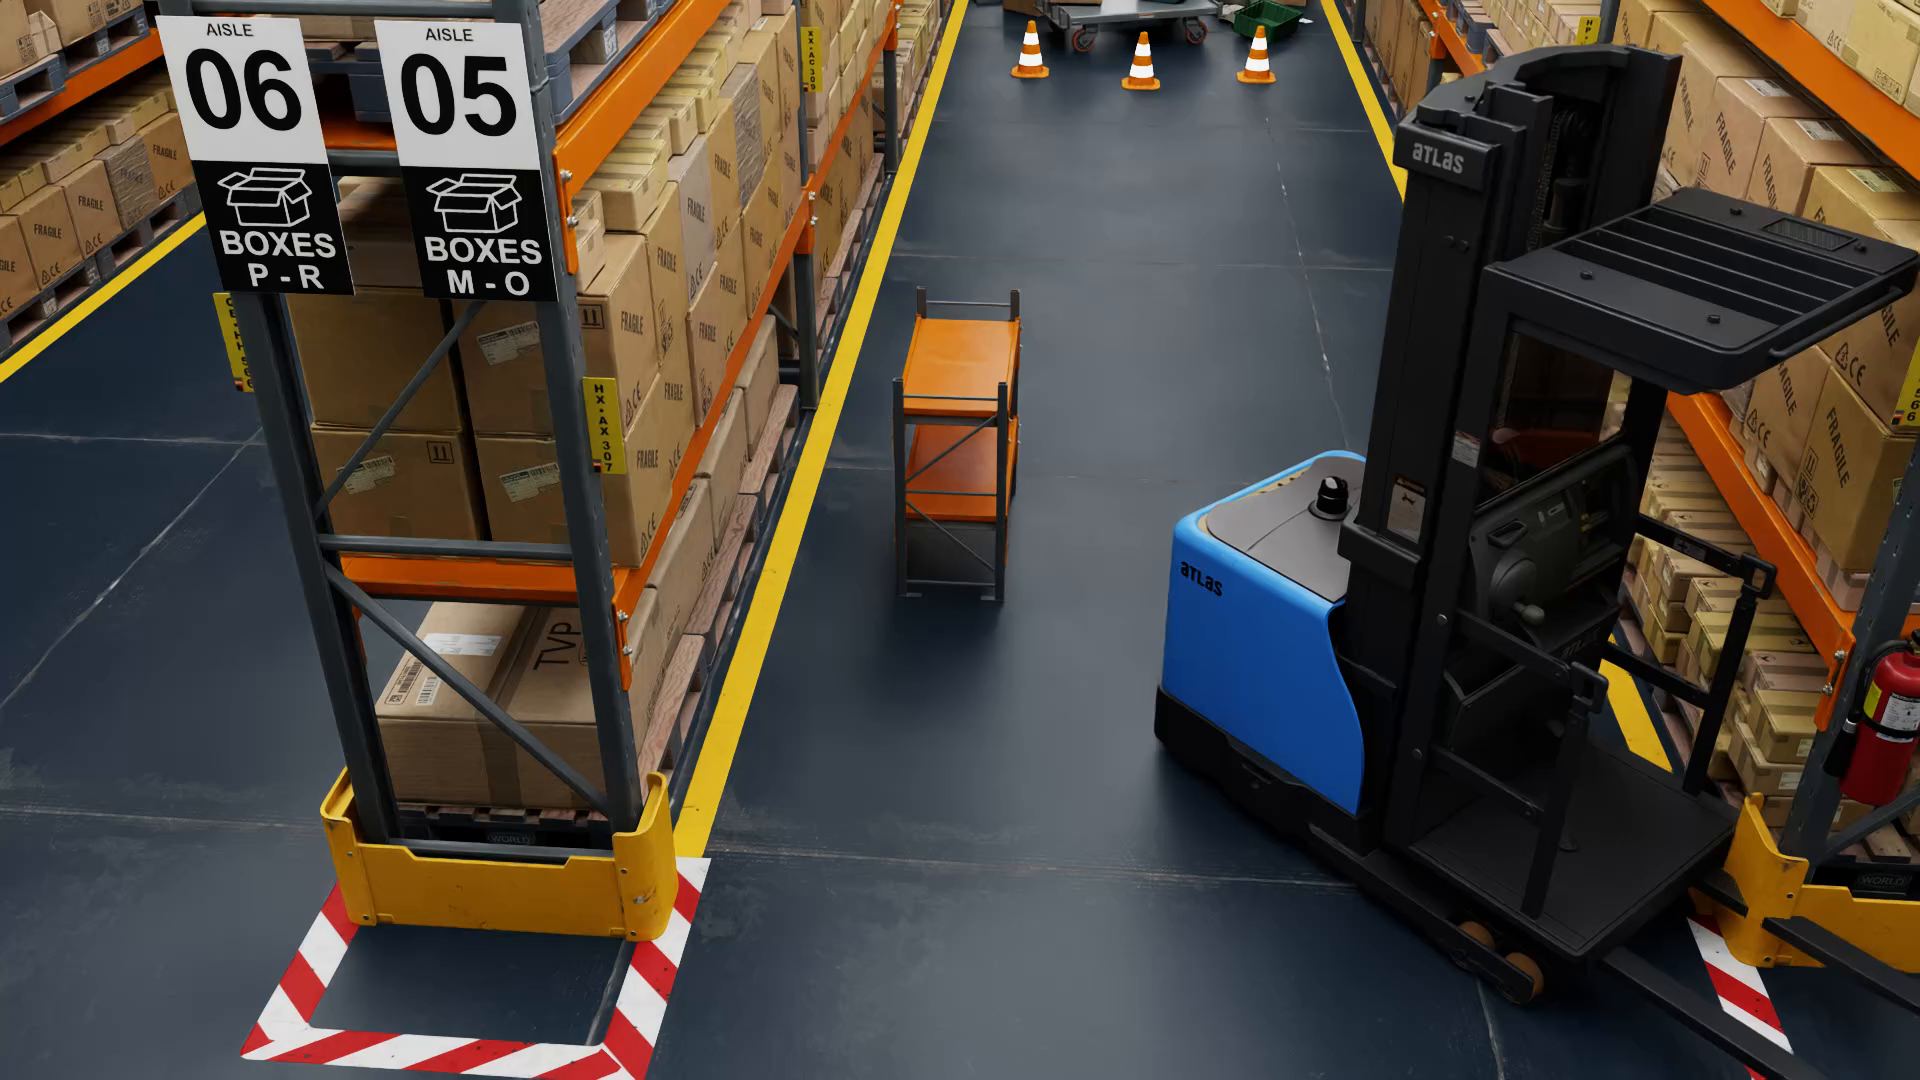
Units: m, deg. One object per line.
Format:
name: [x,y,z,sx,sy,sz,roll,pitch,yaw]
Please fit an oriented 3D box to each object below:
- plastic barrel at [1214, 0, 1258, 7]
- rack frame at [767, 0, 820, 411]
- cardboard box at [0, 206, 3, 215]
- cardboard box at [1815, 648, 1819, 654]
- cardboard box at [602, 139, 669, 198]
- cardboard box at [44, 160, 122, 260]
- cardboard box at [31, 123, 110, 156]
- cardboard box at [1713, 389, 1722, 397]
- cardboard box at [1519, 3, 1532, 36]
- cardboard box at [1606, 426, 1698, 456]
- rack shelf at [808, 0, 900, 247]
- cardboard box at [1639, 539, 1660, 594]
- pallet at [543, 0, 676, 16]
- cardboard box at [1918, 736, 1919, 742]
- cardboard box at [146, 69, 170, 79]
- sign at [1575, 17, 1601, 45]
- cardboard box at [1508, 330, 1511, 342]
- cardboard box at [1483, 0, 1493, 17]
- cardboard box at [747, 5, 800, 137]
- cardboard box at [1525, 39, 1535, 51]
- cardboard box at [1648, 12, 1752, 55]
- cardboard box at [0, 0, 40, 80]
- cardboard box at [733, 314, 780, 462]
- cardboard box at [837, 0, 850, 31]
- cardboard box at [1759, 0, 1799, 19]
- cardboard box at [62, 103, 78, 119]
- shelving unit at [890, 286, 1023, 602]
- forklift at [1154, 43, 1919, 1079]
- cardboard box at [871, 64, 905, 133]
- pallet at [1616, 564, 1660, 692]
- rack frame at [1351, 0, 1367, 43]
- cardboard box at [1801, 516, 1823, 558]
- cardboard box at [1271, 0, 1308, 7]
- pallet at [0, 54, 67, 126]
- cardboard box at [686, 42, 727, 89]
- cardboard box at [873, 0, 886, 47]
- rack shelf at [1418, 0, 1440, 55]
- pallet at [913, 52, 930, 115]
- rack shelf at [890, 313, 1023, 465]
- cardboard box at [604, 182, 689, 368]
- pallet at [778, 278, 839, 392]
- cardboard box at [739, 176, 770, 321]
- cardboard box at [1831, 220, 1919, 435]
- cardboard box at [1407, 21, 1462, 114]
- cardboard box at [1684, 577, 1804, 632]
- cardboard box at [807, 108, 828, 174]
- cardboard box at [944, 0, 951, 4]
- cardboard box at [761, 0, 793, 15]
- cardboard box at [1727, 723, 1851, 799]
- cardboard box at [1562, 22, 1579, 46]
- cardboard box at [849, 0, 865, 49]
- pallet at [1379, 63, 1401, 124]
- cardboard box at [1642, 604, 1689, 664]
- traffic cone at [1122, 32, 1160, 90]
plastic barrel: [2.851,-5.647,17.010,0.512,0.421,0.421,27,41,37]
rack frame: [-1.306,-2.061,8.735,1.000,3.000,0.127,2,32,4]
cardboard box: [-6.014,-1.986,9.977,0.380,0.149,0.250,2,32,3]
cardboard box: [3.681,0.427,7.015,0.380,0.149,0.250,3,32,4]
cardboard box: [-1.237,-1.297,5.829,0.380,0.149,0.250,1,32,2]
cardboard box: [-5.911,-2.168,10.892,0.500,0.500,0.500,2,32,3]
cardboard box: [-5.922,-2.666,11.080,0.380,0.149,0.250,3,32,4]
cardboard box: [3.253,-0.695,6.759,0.380,0.149,0.250,3,32,5]
cardboard box: [3.601,-3.133,10.031,0.380,0.149,0.250,4,32,6]
cardboard box: [3.248,-0.406,7.800,0.380,0.149,0.250,3,32,5]
rack shelf: [-1.143,-2.800,10.621,1.077,0.370,4.000,2,32,4]
cardboard box: [3.178,0.133,7.208,0.380,0.149,0.250,4,32,6]
pallet: [-1.485,-2.236,6.245,1.003,0.211,1.213,2,32,4]
cardboard box: [3.692,0.712,5.986,0.380,0.149,0.250,1,32,2]
cardboard box: [-5.707,-3.340,12.175,0.380,0.149,0.250,1,32,1]
sign: [3.082,-2.417,8.209,0.100,0.325,0.005,2,32,4]
cardboard box: [3.445,-1.415,9.669,0.500,0.500,0.500,2,32,3]
cardboard box: [3.681,-3.559,11.005,0.380,0.149,0.250,4,32,6]
cardboard box: [-1.069,-2.270,8.027,0.500,0.500,0.500,2,32,4]
cardboard box: [3.574,-2.871,9.889,0.380,0.149,0.250,4,32,6]
cardboard box: [3.329,-2.000,7.304,0.500,0.500,0.500,2,32,2]
cardboard box: [-5.949,-3.006,9.774,0.700,0.500,0.500,3,32,5]
cardboard box: [-1.464,-0.825,8.772,0.875,0.438,0.875,2,32,3]
cardboard box: [-0.926,-3.276,9.659,0.500,0.500,0.500,2,32,3]
cardboard box: [3.195,-2.078,6.046,0.500,0.250,0.500,4,32,6]
cardboard box: [-6.357,-2.946,11.535,0.380,0.149,0.250,2,32,3]
shelving unit: [-0.001,-0.475,7.949,0.538,1.125,1.048,2,32,4]
forklift: [2.117,0.034,5.401,1.130,2.935,3.031,-23,38,-32]
cardboard box: [-0.924,-3.507,13.187,0.950,0.372,0.625,0,32,1]
pallet: [3.520,0.277,7.599,1.003,0.211,1.213,2,32,4]
rack frame: [4.287,-6.085,15.265,1.000,3.000,0.127,2,32,4]
cardboard box: [3.113,-0.015,5.654,0.380,0.149,0.250,2,32,4]
cardboard box: [3.391,-5.878,17.309,0.500,0.500,0.500,8,32,12]
pallet: [-6.080,-2.602,9.797,1.003,0.211,1.213,2,32,4]
cardboard box: [-1.181,-1.965,6.912,0.380,0.149,0.250,2,32,3]
cardboard box: [-0.789,-3.545,11.286,0.500,0.250,0.500,3,32,5]
rack shelf: [4.124,-4.733,13.757,1.077,0.370,4.000,2,32,4]
pallet: [-0.813,-4.010,14.556,1.003,0.211,1.213,2,32,4]
rack shelf: [-0.001,-0.725,7.796,0.538,0.278,1.000,2,32,4]
cardboard box: [-1.274,-0.947,5.879,0.500,0.500,0.500,2,32,3]
pallet: [-1.318,-1.280,10.126,1.003,0.211,1.213,2,32,4]
cardboard box: [-1.152,-1.317,7.433,0.500,0.500,0.500,2,32,3]
cardboard box: [3.100,-0.655,5.122,0.500,0.500,0.500,2,32,3]
cardboard box: [4.101,-3.529,12.862,1.050,0.750,0.750,2,32,3]
cardboard box: [3.157,0.281,6.685,0.380,0.149,0.250,1,32,2]
cardboard box: [-1.007,-2.216,9.129,0.500,0.250,0.500,2,32,3]
cardboard box: [-0.337,-5.549,16.616,0.500,0.250,0.500,1,32,2]
cardboard box: [-1.014,-2.630,7.993,0.380,0.149,0.250,2,32,3]
cardboard box: [3.069,0.810,6.111,0.380,0.149,0.250,2,32,3]
cardboard box: [3.518,-2.721,9.078,0.380,0.149,0.250,1,32,2]
cardboard box: [-0.868,-3.229,10.297,0.500,0.250,0.500,2,32,2]
pallet: [4.203,-3.852,14.299,1.003,0.211,1.213,2,32,4]
cardboard box: [3.138,0.401,7.057,0.380,0.149,0.250,1,32,2]
traffic cone: [1.613,-4.261,14.724,0.336,0.463,0.334,2,32,4]
